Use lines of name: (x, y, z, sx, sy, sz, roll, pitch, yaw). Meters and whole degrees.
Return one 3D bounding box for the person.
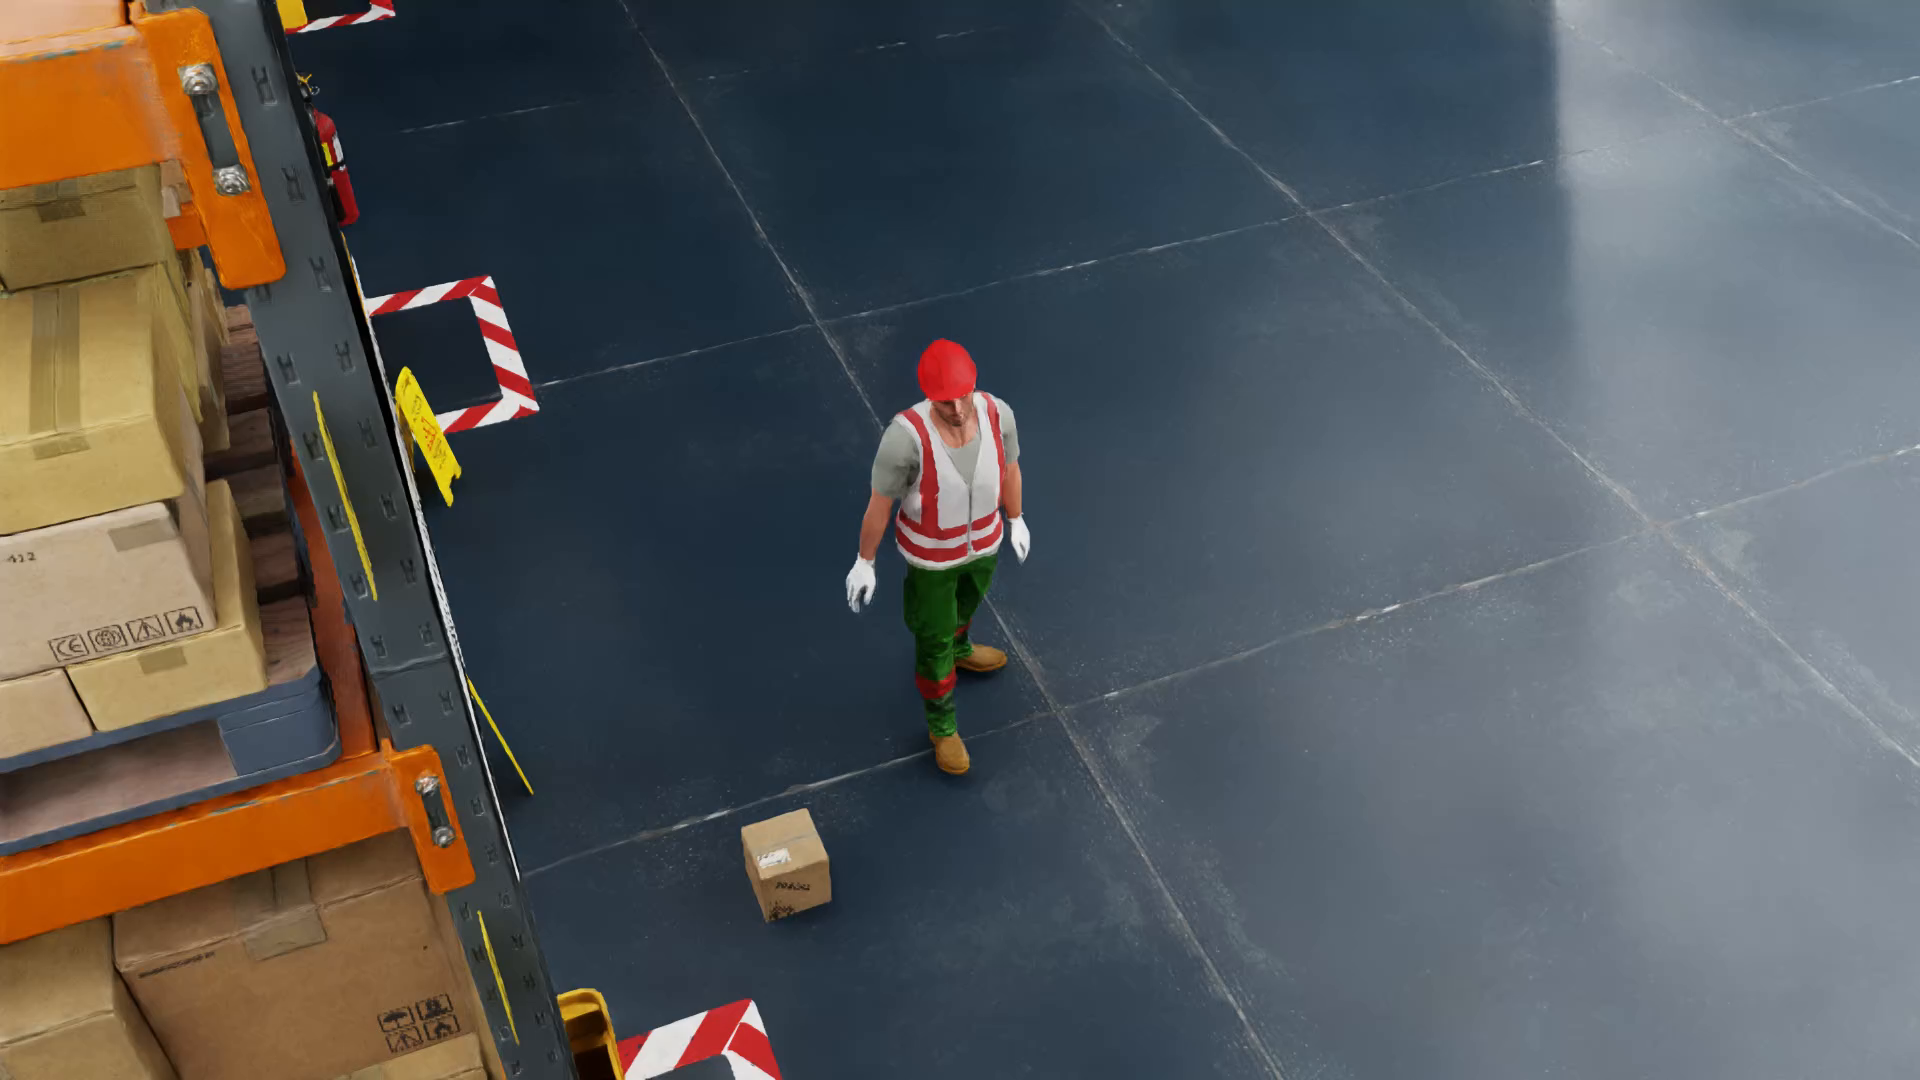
person: (-0.064, 0.051, 6.078, 0.754, 1.791, 0.634, -22, 46, -23)
